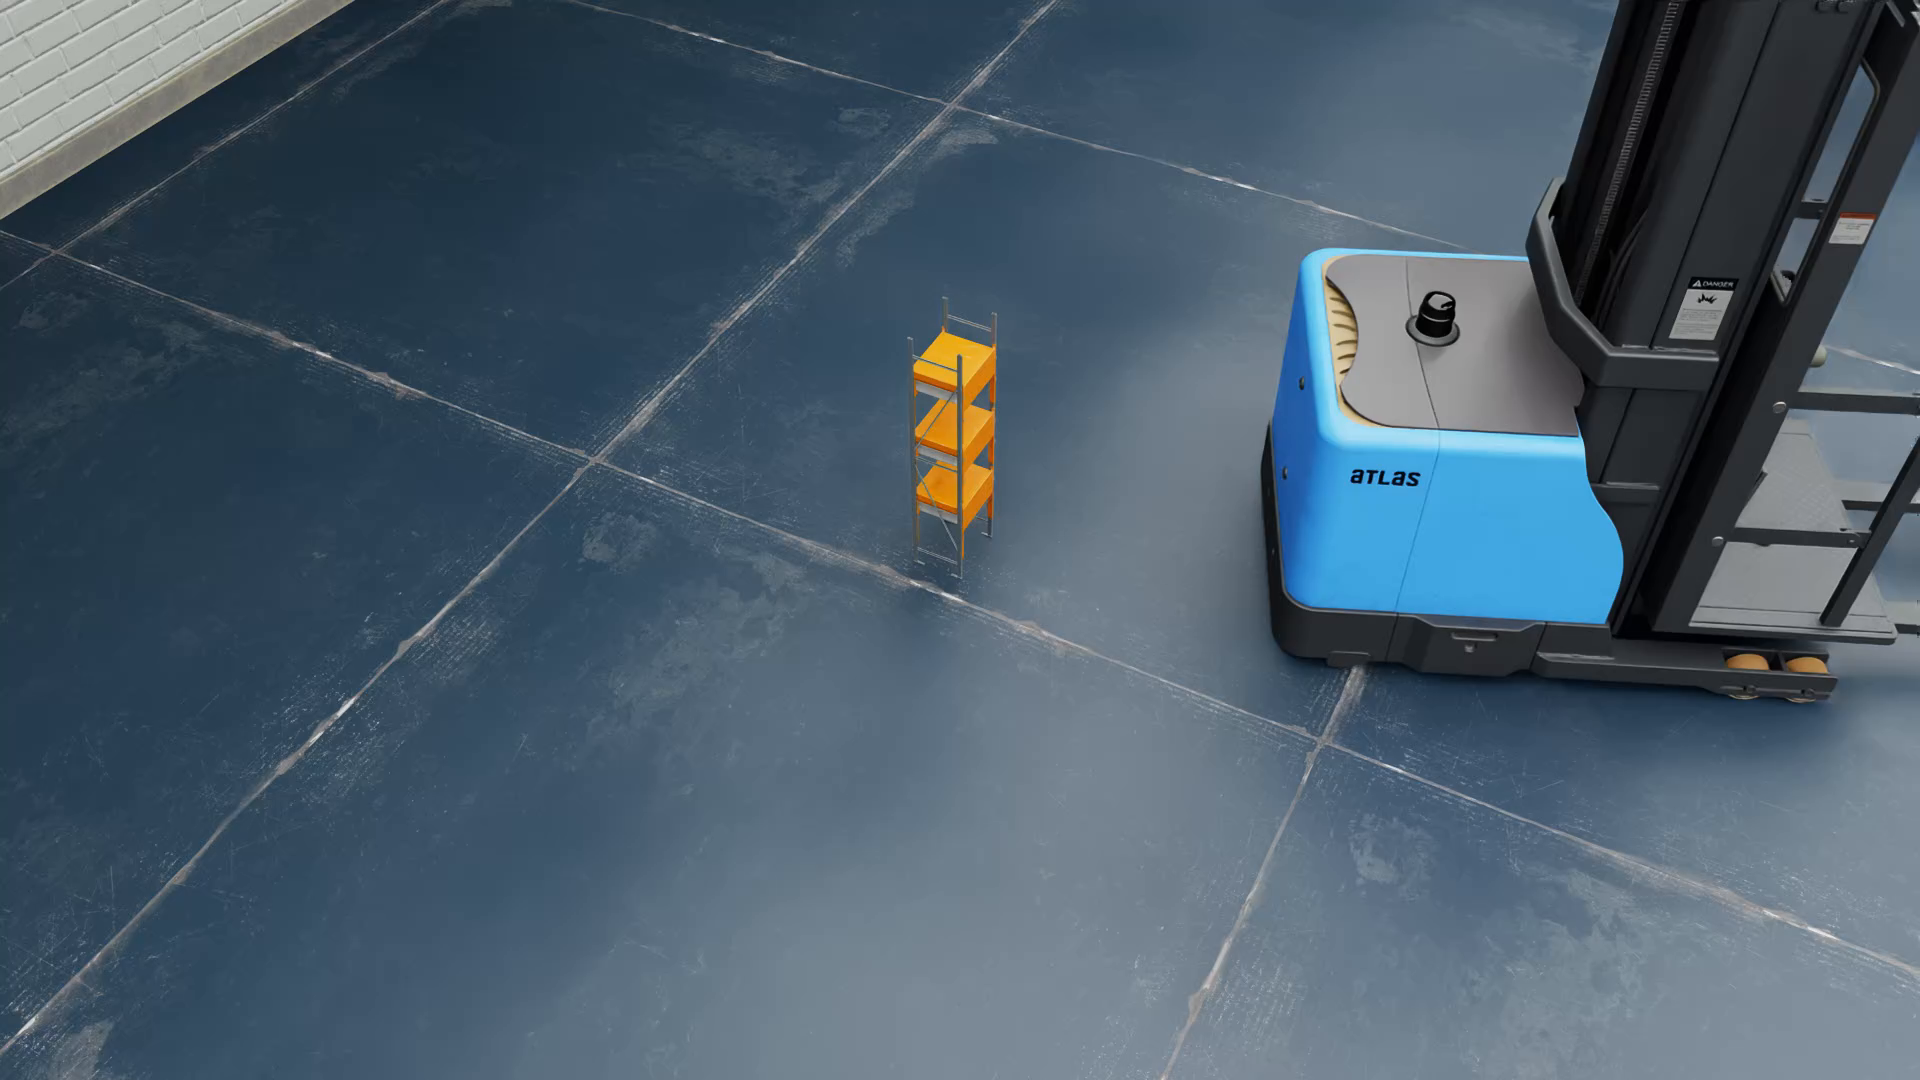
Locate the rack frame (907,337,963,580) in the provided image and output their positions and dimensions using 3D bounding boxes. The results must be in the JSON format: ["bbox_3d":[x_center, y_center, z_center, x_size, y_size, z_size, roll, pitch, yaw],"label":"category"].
[{"bbox_3d":[-0.081,-0.258,5.767,0.200,1.050,0.008,20,49,19],"label":"rack frame"}]

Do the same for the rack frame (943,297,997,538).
[{"bbox_3d":[0.032,-0.412,5.919,0.200,1.050,0.008,20,49,19],"label":"rack frame"}]

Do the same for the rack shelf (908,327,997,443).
[{"bbox_3d":[-0.025,-0.527,5.649,0.215,0.259,0.240,20,49,19],"label":"rack shelf"}]

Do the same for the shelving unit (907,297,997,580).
[{"bbox_3d":[-0.025,-0.335,5.843,0.215,1.050,0.252,20,49,19],"label":"shelving unit"}]

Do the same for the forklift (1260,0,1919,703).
[{"bbox_3d":[2.637,-0.869,5.048,3.031,2.935,1.130,3,45,3],"label":"forklift"}]

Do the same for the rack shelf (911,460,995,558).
[{"bbox_3d":[-0.025,-0.133,6.048,0.215,0.259,0.240,20,49,19],"label":"rack shelf"}]

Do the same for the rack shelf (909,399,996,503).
[{"bbox_3d":[-0.025,-0.328,5.851,0.215,0.259,0.240,20,49,19],"label":"rack shelf"}]
